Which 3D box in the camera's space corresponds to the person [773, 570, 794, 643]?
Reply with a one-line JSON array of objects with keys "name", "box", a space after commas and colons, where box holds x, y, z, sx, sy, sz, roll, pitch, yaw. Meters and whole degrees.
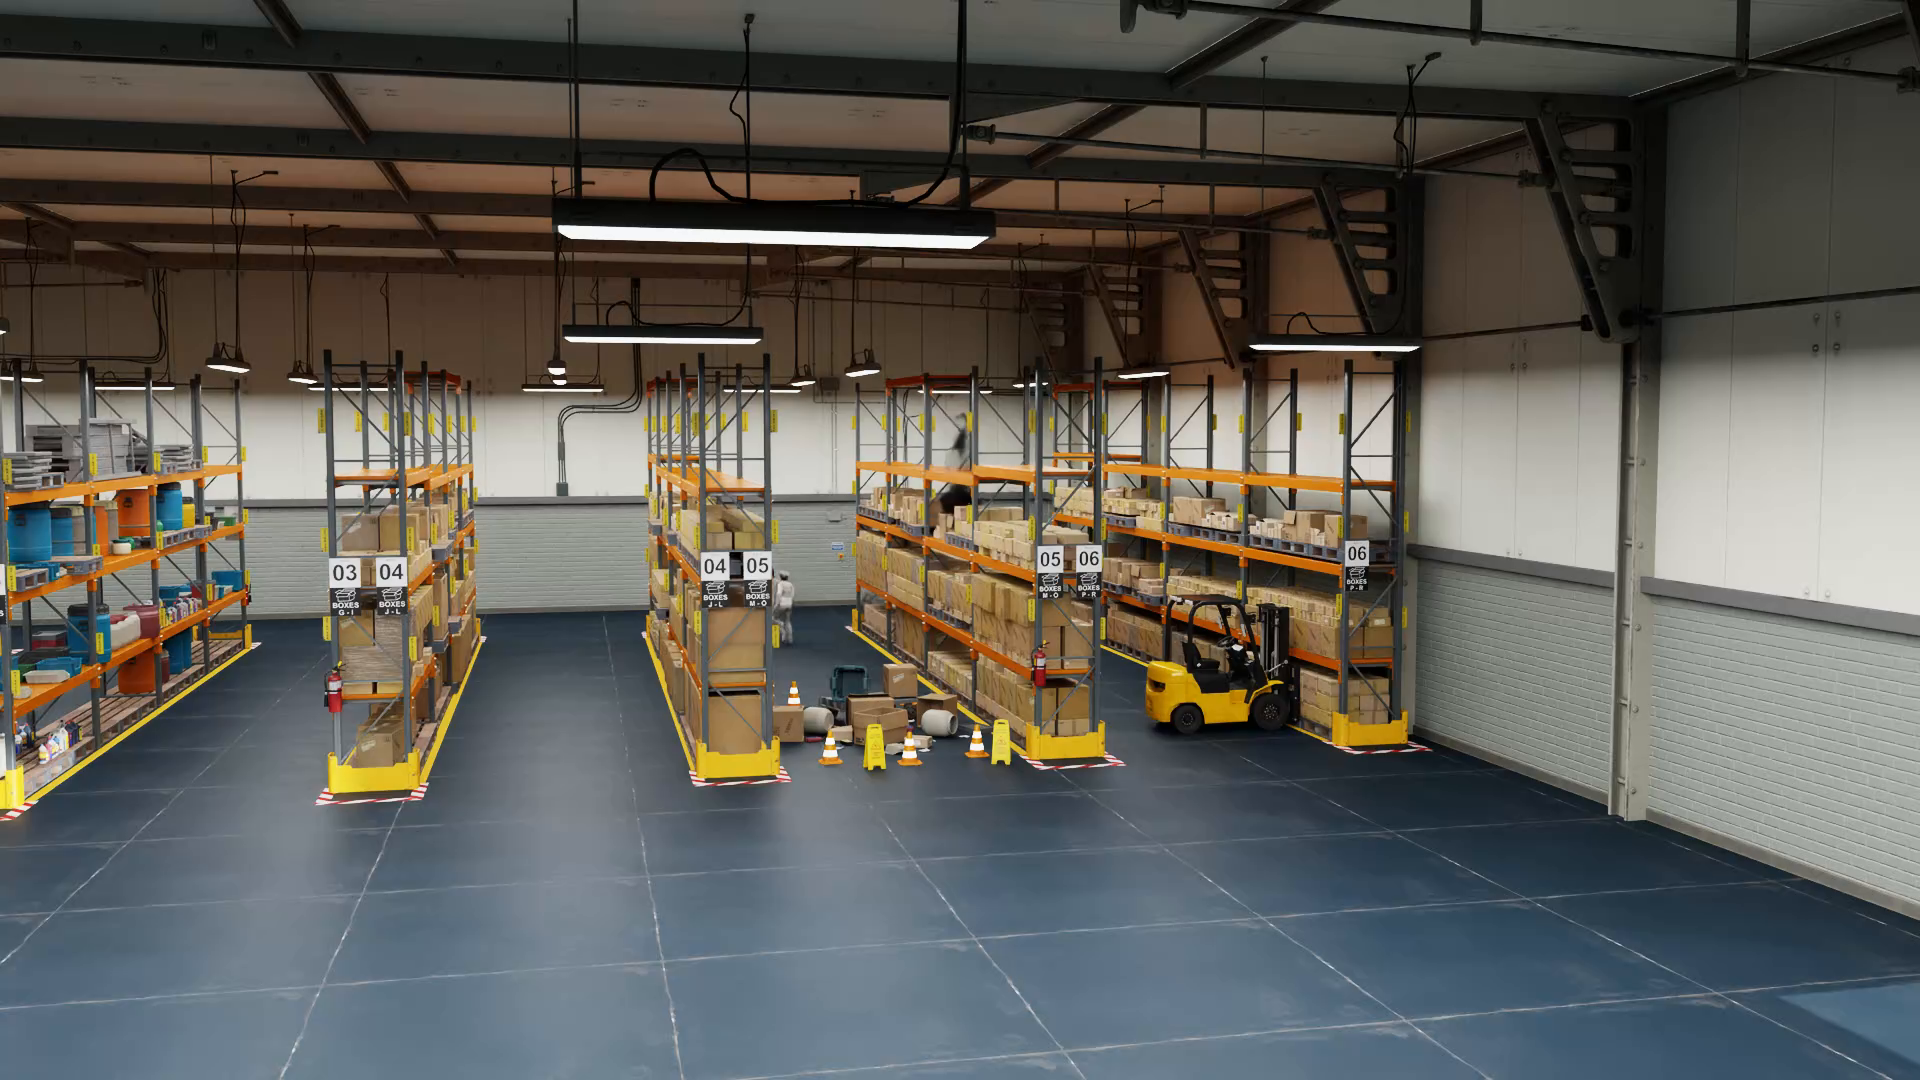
[{"name": "person", "box": [-4.060, 1.515, 38.115, 0.585, 1.649, 0.690, -3, 5, -37]}]

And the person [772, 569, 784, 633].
[{"name": "person", "box": [-4.381, 1.481, 39.030, 0.818, 1.636, 0.550, 3, 5, 40]}]

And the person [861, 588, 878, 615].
[{"name": "person", "box": [-2.276, 1.255, 41.808, 0.734, 1.757, 0.535, -2, 4, -23]}]
